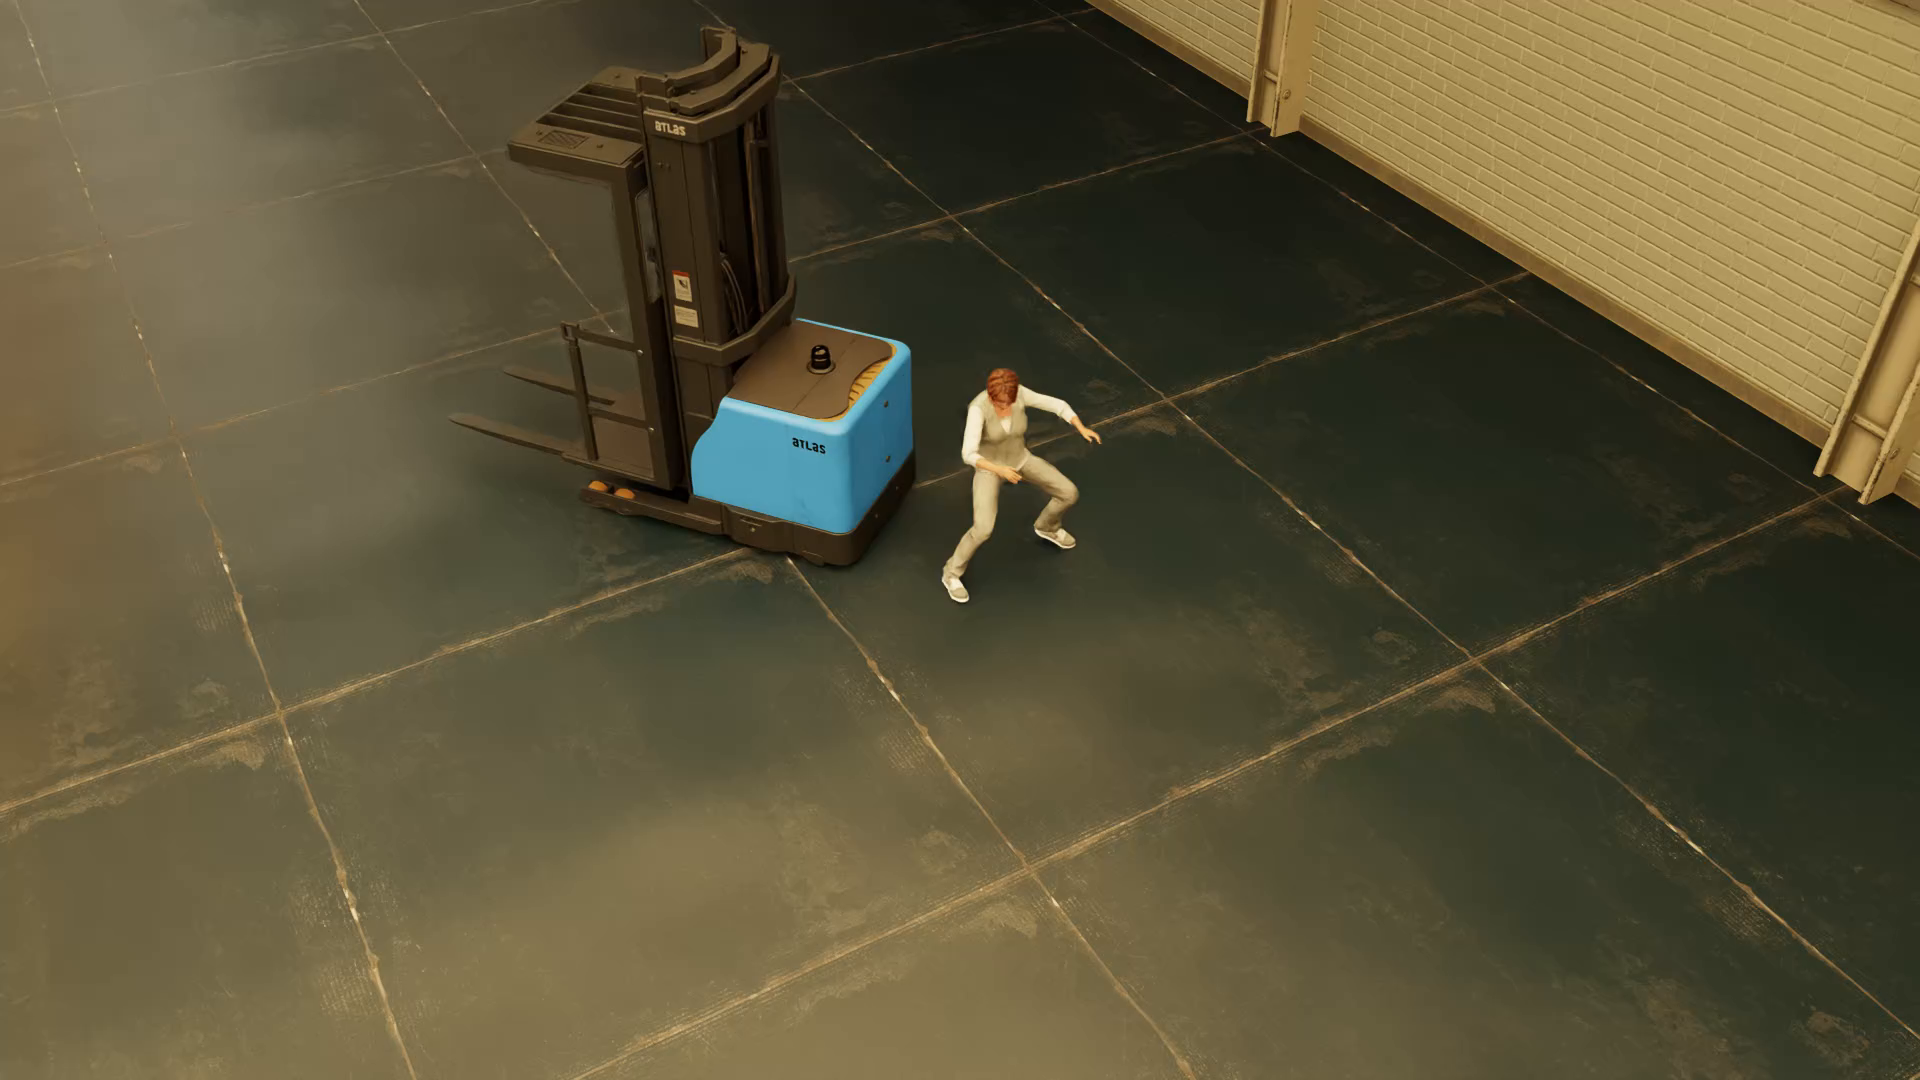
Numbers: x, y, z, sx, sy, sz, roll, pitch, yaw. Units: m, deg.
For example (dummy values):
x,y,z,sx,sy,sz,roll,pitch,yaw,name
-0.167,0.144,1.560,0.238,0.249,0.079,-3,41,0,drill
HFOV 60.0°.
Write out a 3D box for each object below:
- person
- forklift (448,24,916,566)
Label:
x,y,z,sx,sy,sz,roll,pitch,yaw,name
0.311,-0.369,9.705,0.904,1.366,0.662,-15,42,-17,person
-1.850,-1.581,9.942,3.031,2.935,1.130,15,42,17,forklift
